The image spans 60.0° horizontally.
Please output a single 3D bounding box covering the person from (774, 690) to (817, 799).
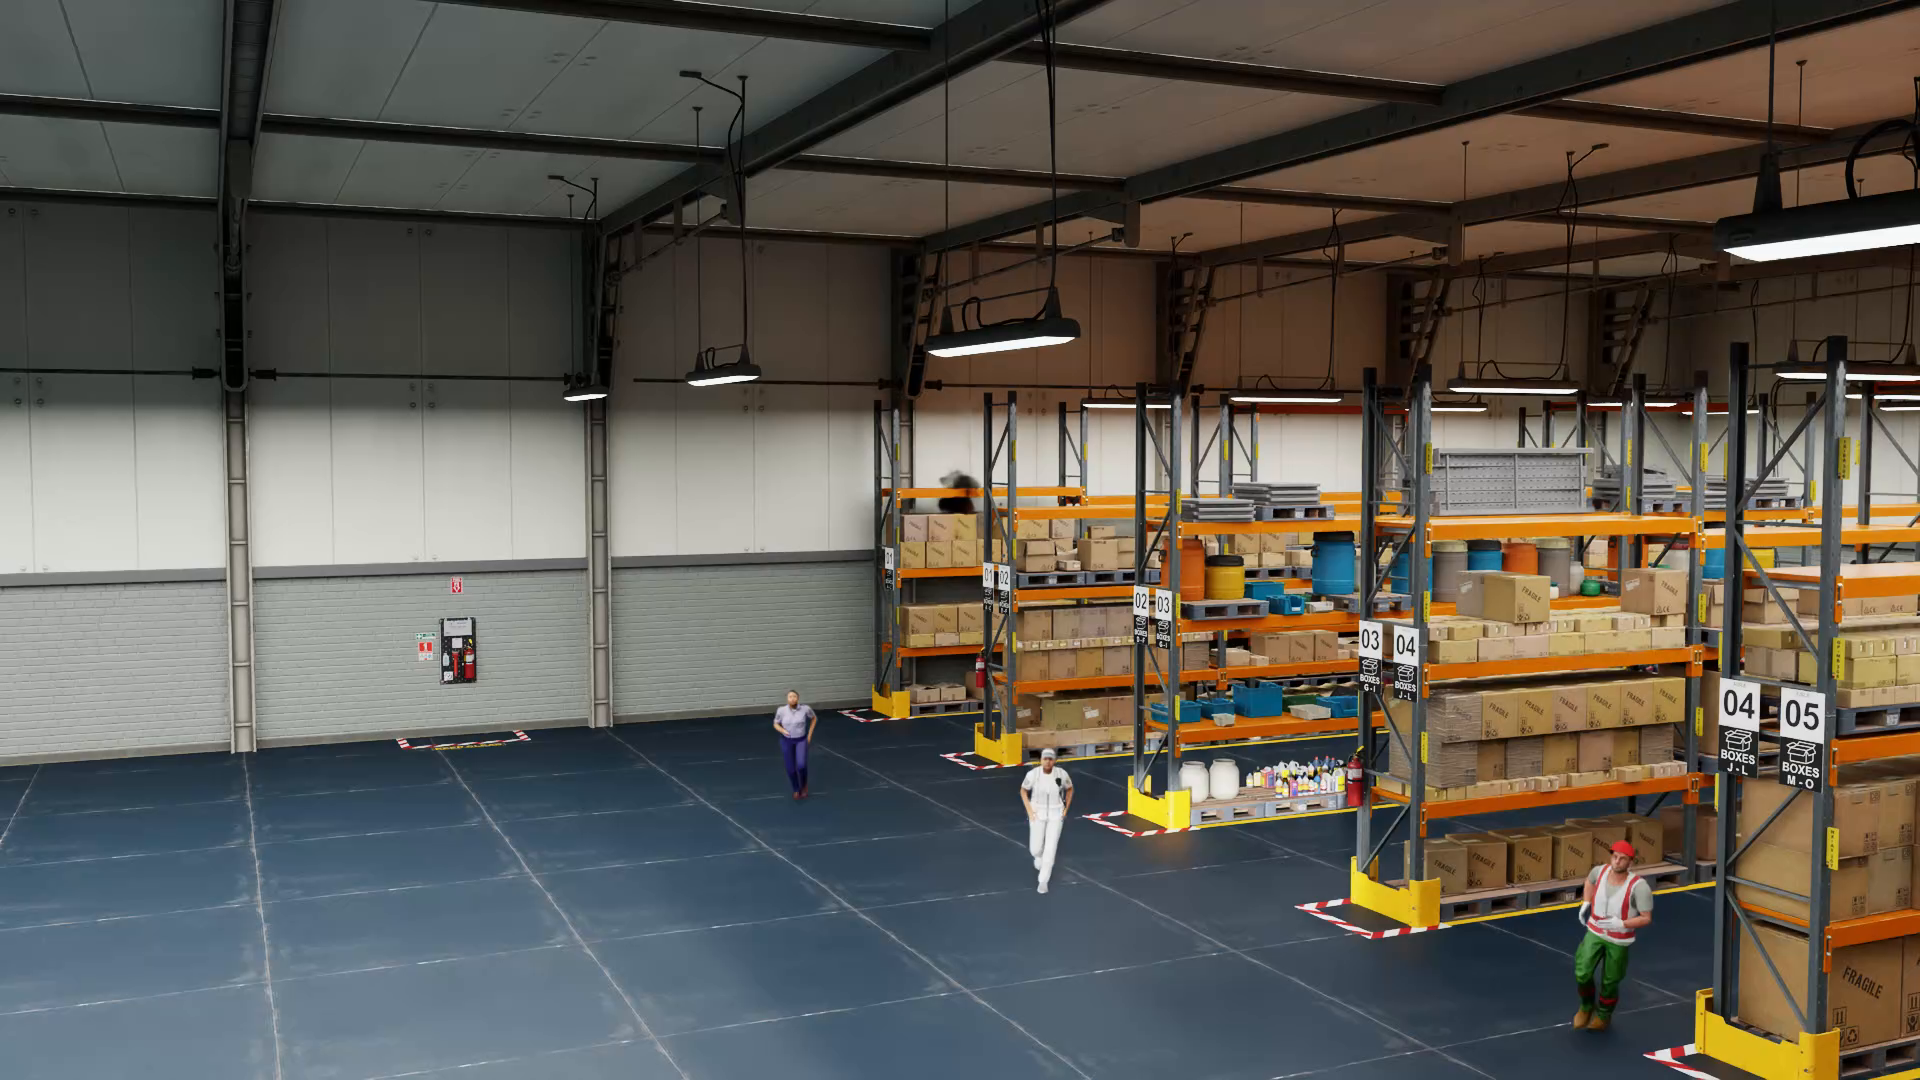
[{"bbox_3d":[-2.386,2.953,24.010,0.599,1.602,0.645,0,3,1],"label":"person"}]

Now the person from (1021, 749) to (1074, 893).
[{"bbox_3d":[1.021,3.233,19.430,0.628,1.644,0.701,0,3,2],"label":"person"}]

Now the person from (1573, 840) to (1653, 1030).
[{"bbox_3d":[5.665,3.448,14.411,0.673,1.750,0.644,3,4,39],"label":"person"}]
